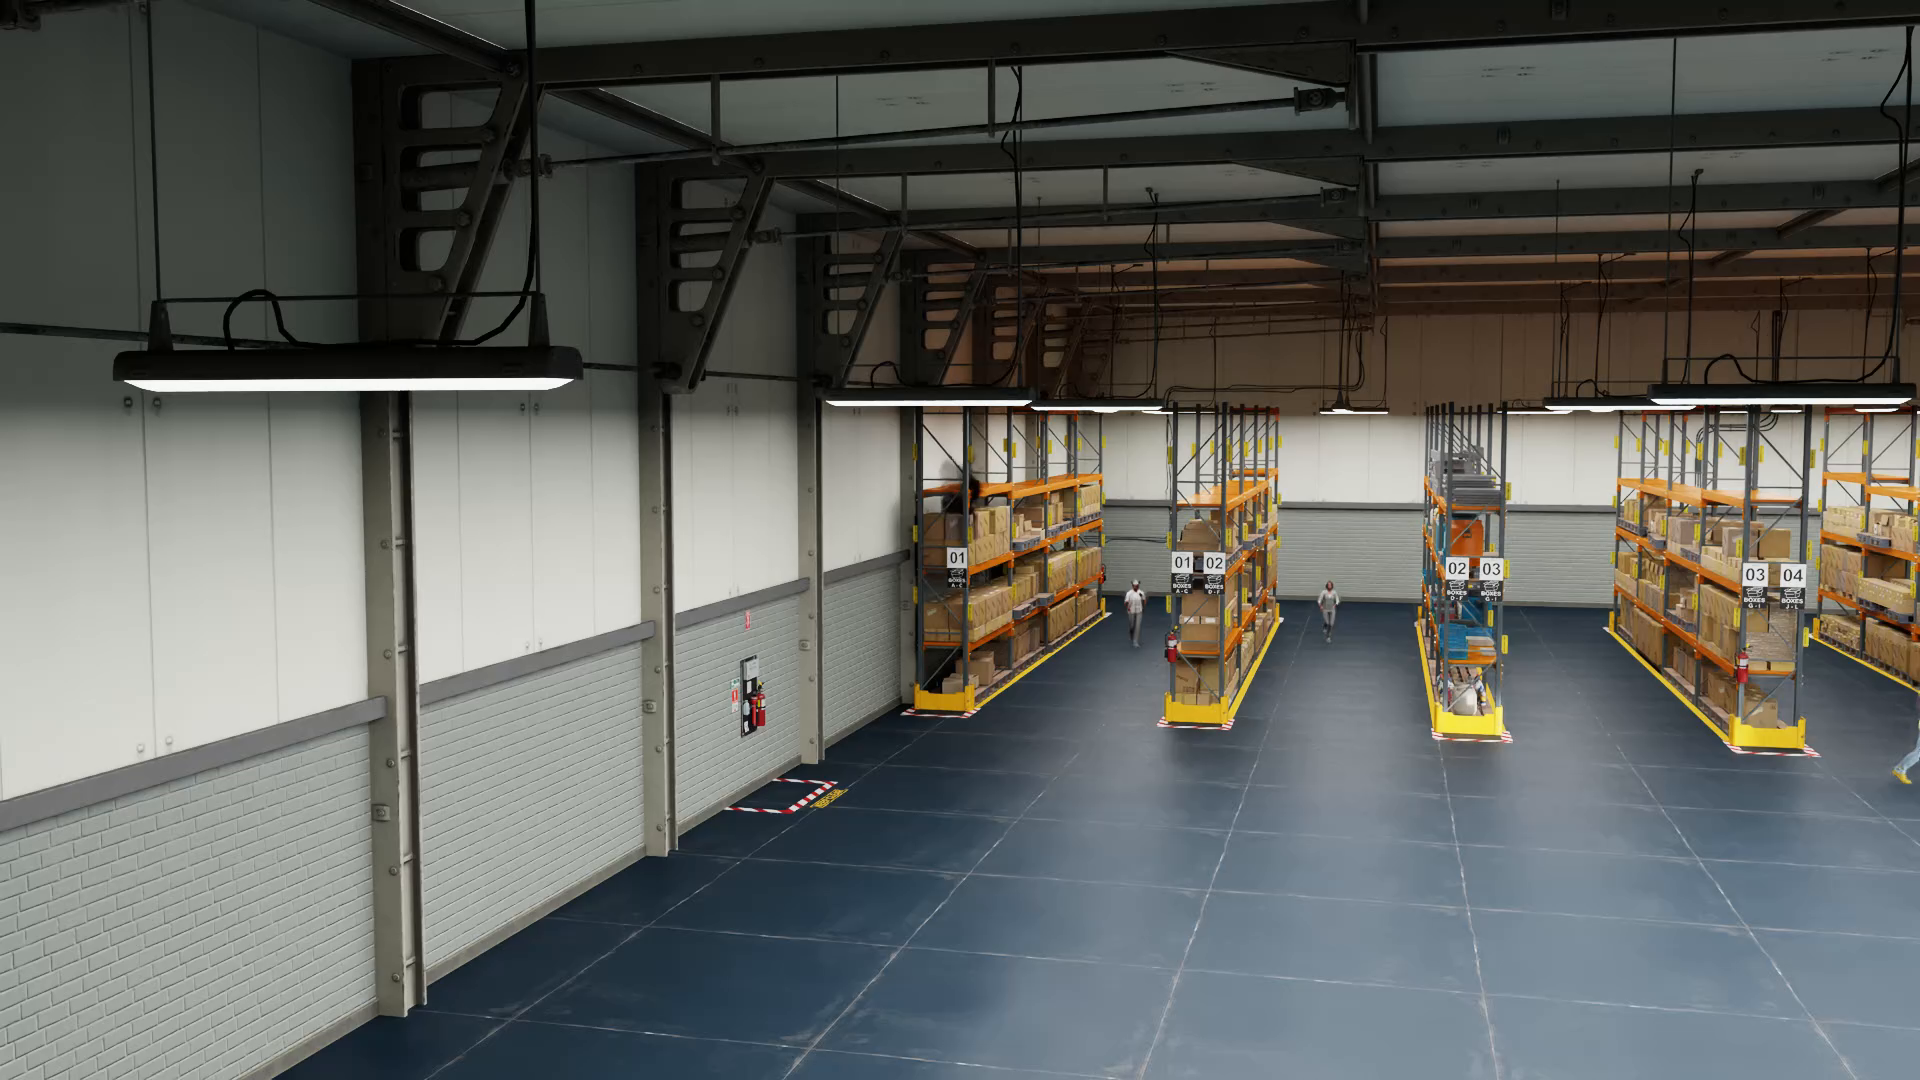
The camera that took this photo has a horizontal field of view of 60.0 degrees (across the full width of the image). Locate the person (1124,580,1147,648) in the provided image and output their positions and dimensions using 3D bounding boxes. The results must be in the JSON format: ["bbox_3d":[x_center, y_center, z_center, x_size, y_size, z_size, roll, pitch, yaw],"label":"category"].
[{"bbox_3d":[4.393,1.822,41.622,0.578,1.684,0.782,0,4,1],"label":"person"}]

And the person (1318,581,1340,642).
[{"bbox_3d":[9.406,1.830,42.400,0.535,1.548,0.545,0,4,6],"label":"person"}]

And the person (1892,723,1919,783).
[{"bbox_3d":[14.928,2.951,25.598,0.712,1.813,0.911,-3,5,-34],"label":"person"}]
